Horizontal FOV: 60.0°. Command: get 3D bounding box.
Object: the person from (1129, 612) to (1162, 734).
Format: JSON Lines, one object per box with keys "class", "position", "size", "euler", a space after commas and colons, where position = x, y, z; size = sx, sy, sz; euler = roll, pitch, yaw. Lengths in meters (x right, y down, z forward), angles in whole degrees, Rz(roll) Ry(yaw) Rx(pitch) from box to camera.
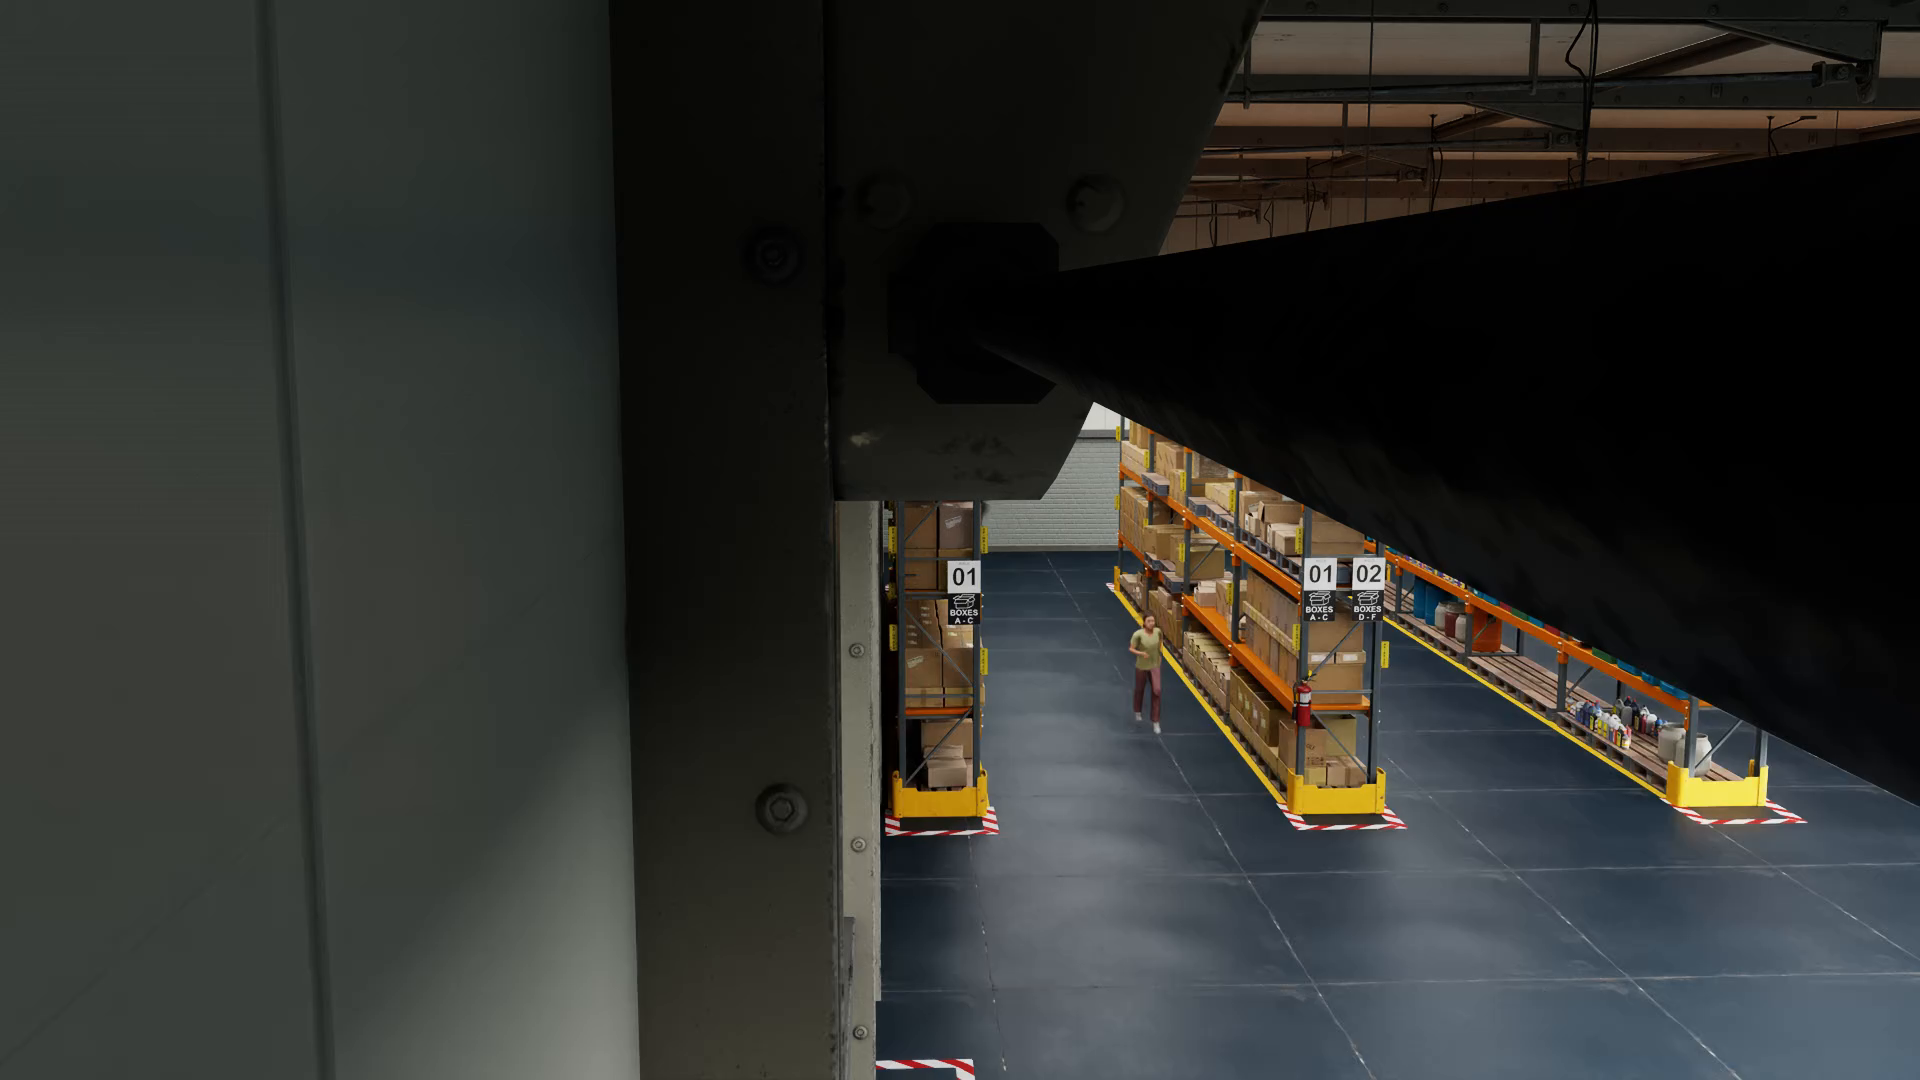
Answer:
{"class": "person", "position": [2.667, 1.847, 23.828], "size": [0.529, 1.691, 0.866], "euler": [-1, 8, -5]}
